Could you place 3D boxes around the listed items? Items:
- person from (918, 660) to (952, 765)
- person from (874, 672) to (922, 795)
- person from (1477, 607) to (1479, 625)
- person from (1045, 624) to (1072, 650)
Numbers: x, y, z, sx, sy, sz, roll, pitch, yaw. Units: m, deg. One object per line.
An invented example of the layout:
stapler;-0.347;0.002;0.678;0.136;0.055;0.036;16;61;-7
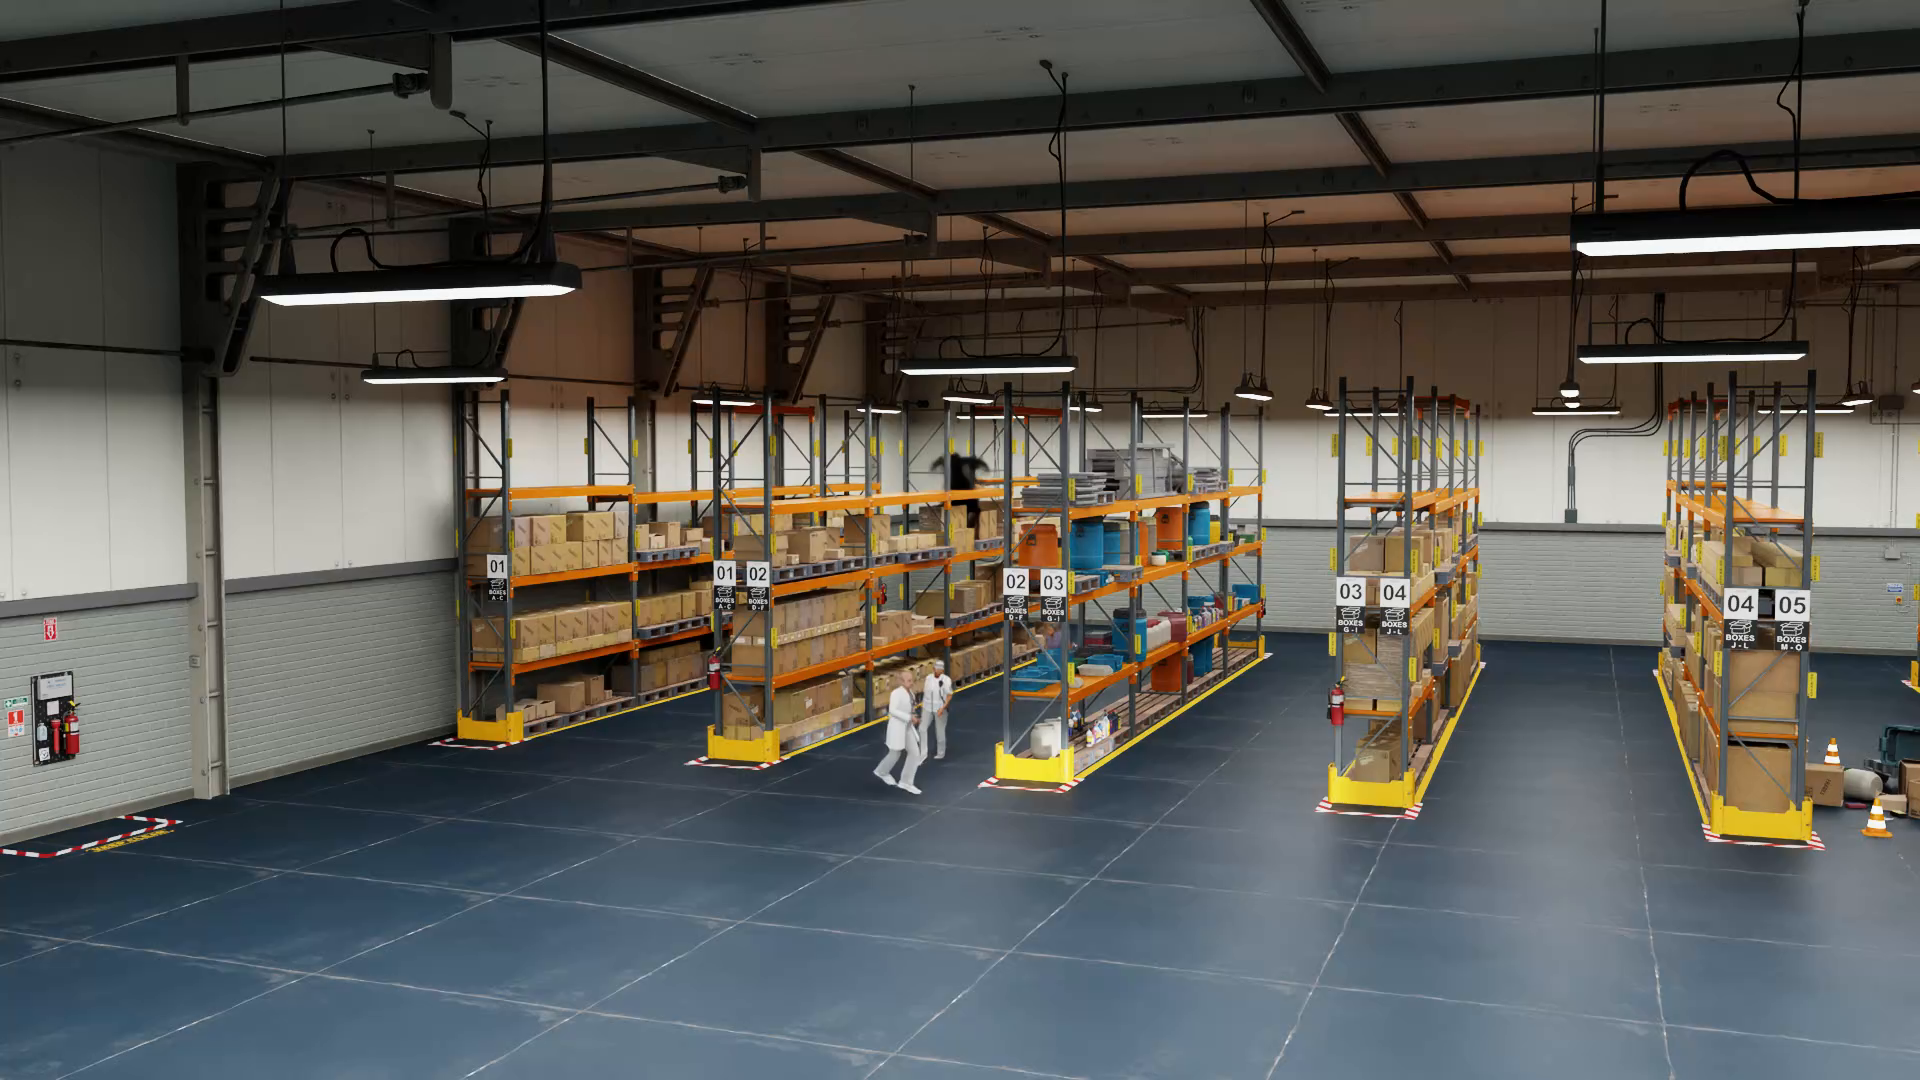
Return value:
person;-0.380;2.717;26.433;0.581;1.655;0.685;1;3;16
person;-0.950;2.789;24.253;0.907;1.773;0.654;2;4;38
person;12.556;1.955;41.339;0.606;1.541;0.602;0;3;5
person;2.058;2.409;33.822;0.613;1.481;0.899;2;4;33
